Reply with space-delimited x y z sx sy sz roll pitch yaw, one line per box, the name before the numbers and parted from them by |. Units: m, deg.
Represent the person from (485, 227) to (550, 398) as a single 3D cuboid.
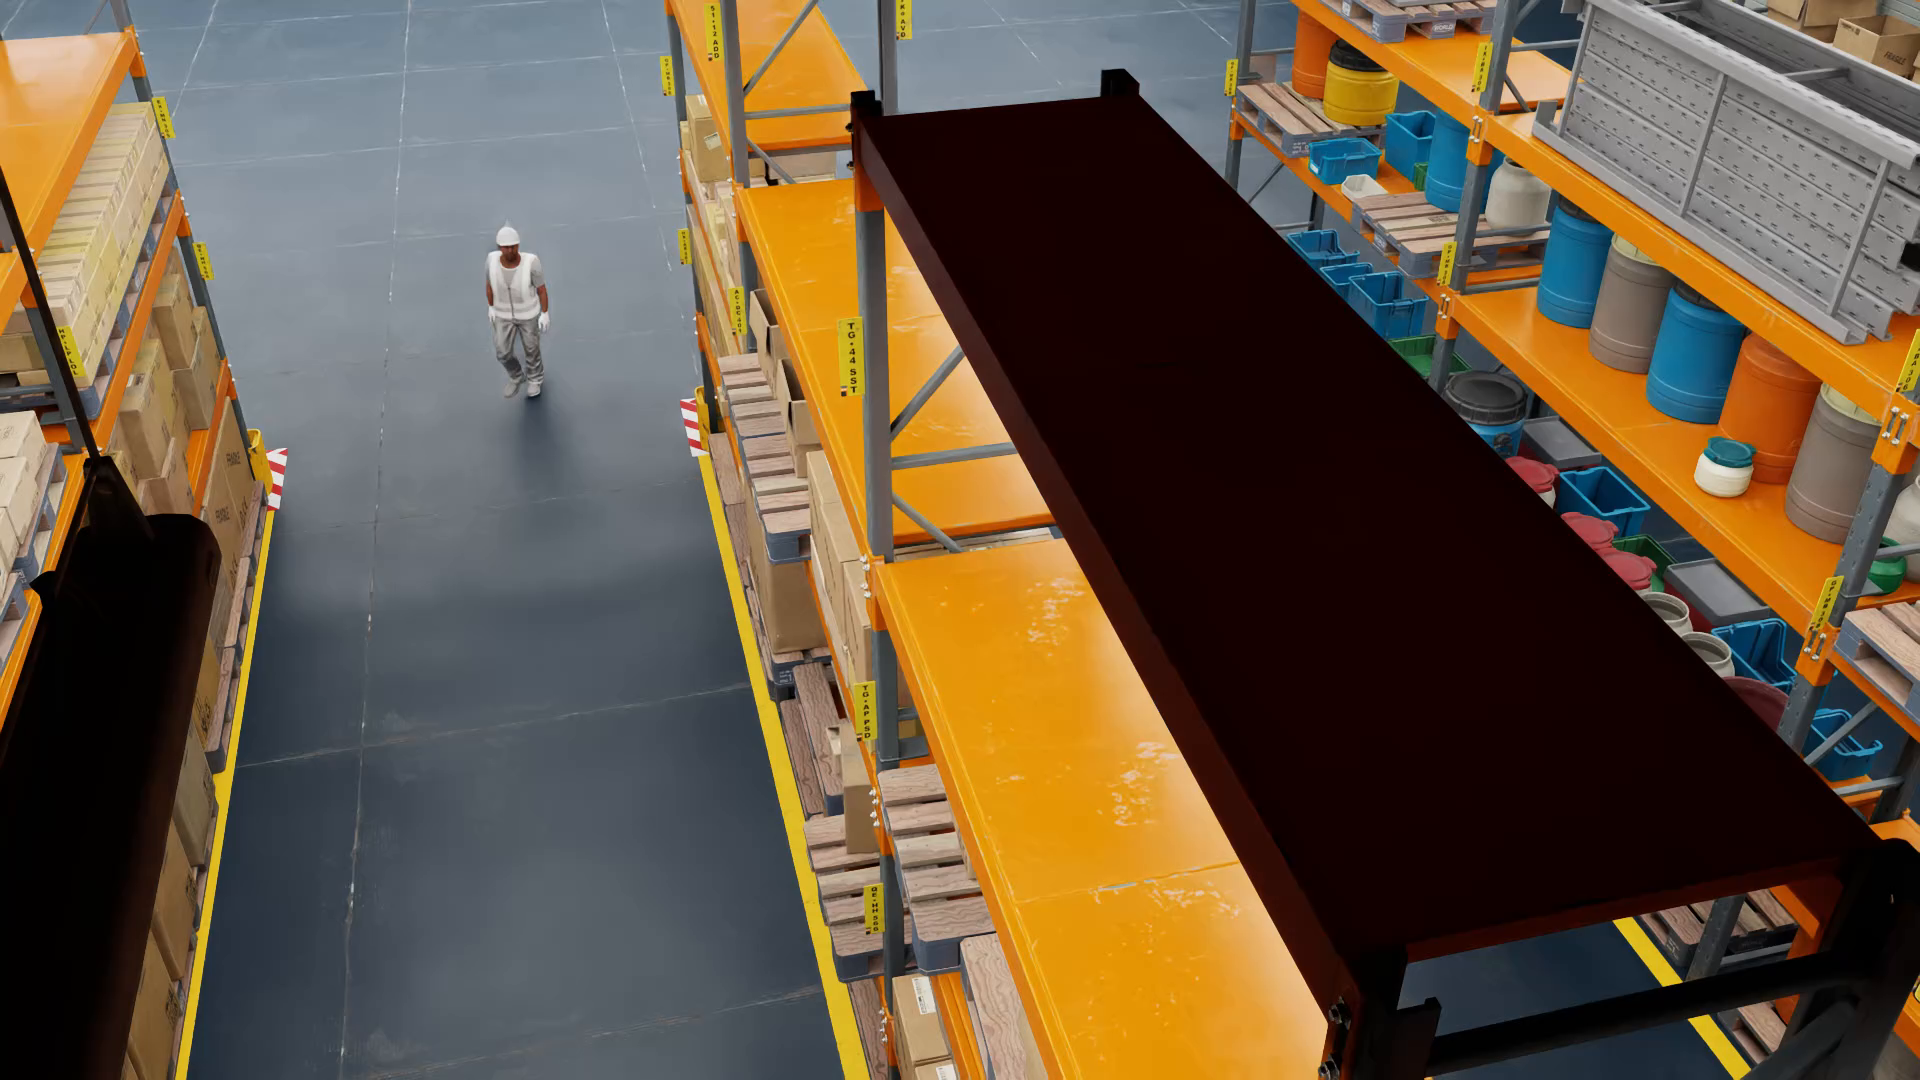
person | -4.147 -2.122 15.596 0.598 1.764 0.495 -2 34 -2
